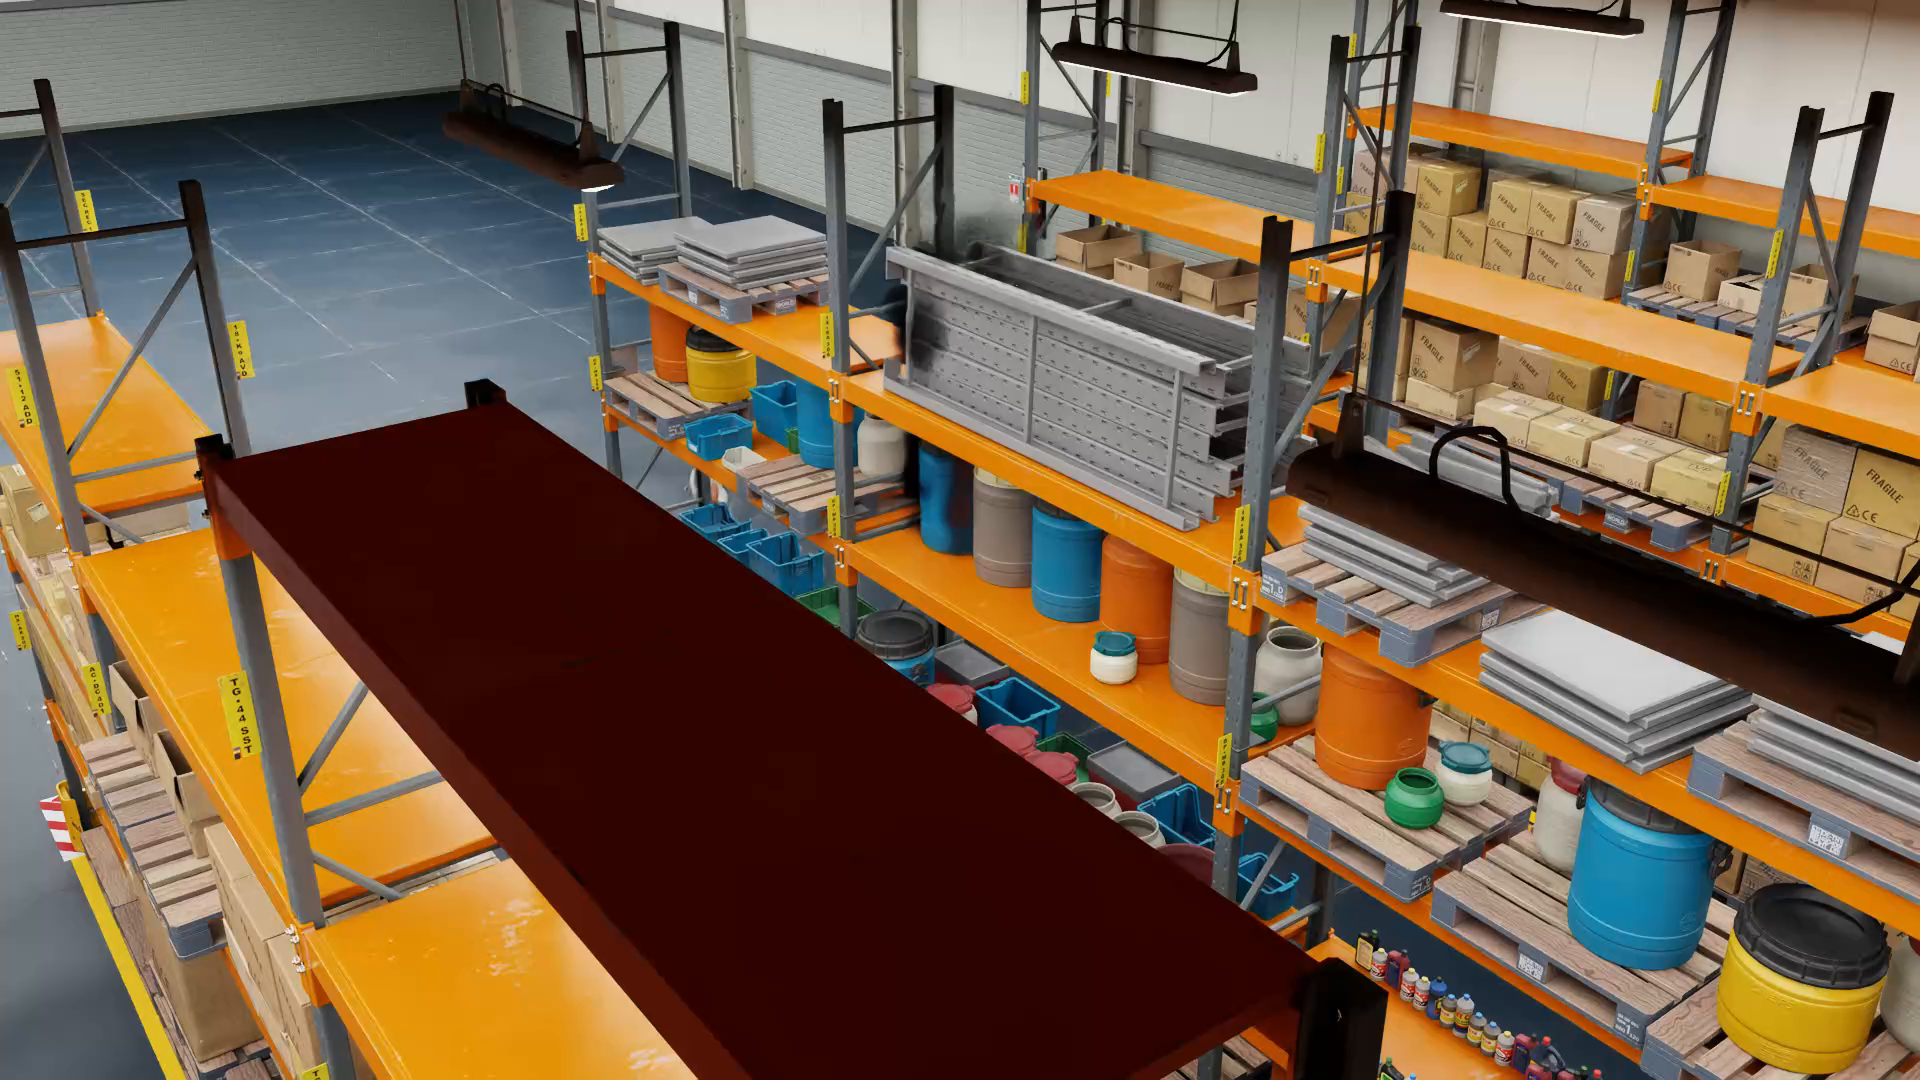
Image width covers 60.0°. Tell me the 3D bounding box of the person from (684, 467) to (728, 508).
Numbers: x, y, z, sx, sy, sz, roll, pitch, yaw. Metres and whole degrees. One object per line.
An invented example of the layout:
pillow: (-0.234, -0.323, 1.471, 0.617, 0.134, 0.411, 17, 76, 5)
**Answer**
person: (-2.644, -0.327, 17.633, 0.682, 1.792, 0.766, 5, 25, 11)
